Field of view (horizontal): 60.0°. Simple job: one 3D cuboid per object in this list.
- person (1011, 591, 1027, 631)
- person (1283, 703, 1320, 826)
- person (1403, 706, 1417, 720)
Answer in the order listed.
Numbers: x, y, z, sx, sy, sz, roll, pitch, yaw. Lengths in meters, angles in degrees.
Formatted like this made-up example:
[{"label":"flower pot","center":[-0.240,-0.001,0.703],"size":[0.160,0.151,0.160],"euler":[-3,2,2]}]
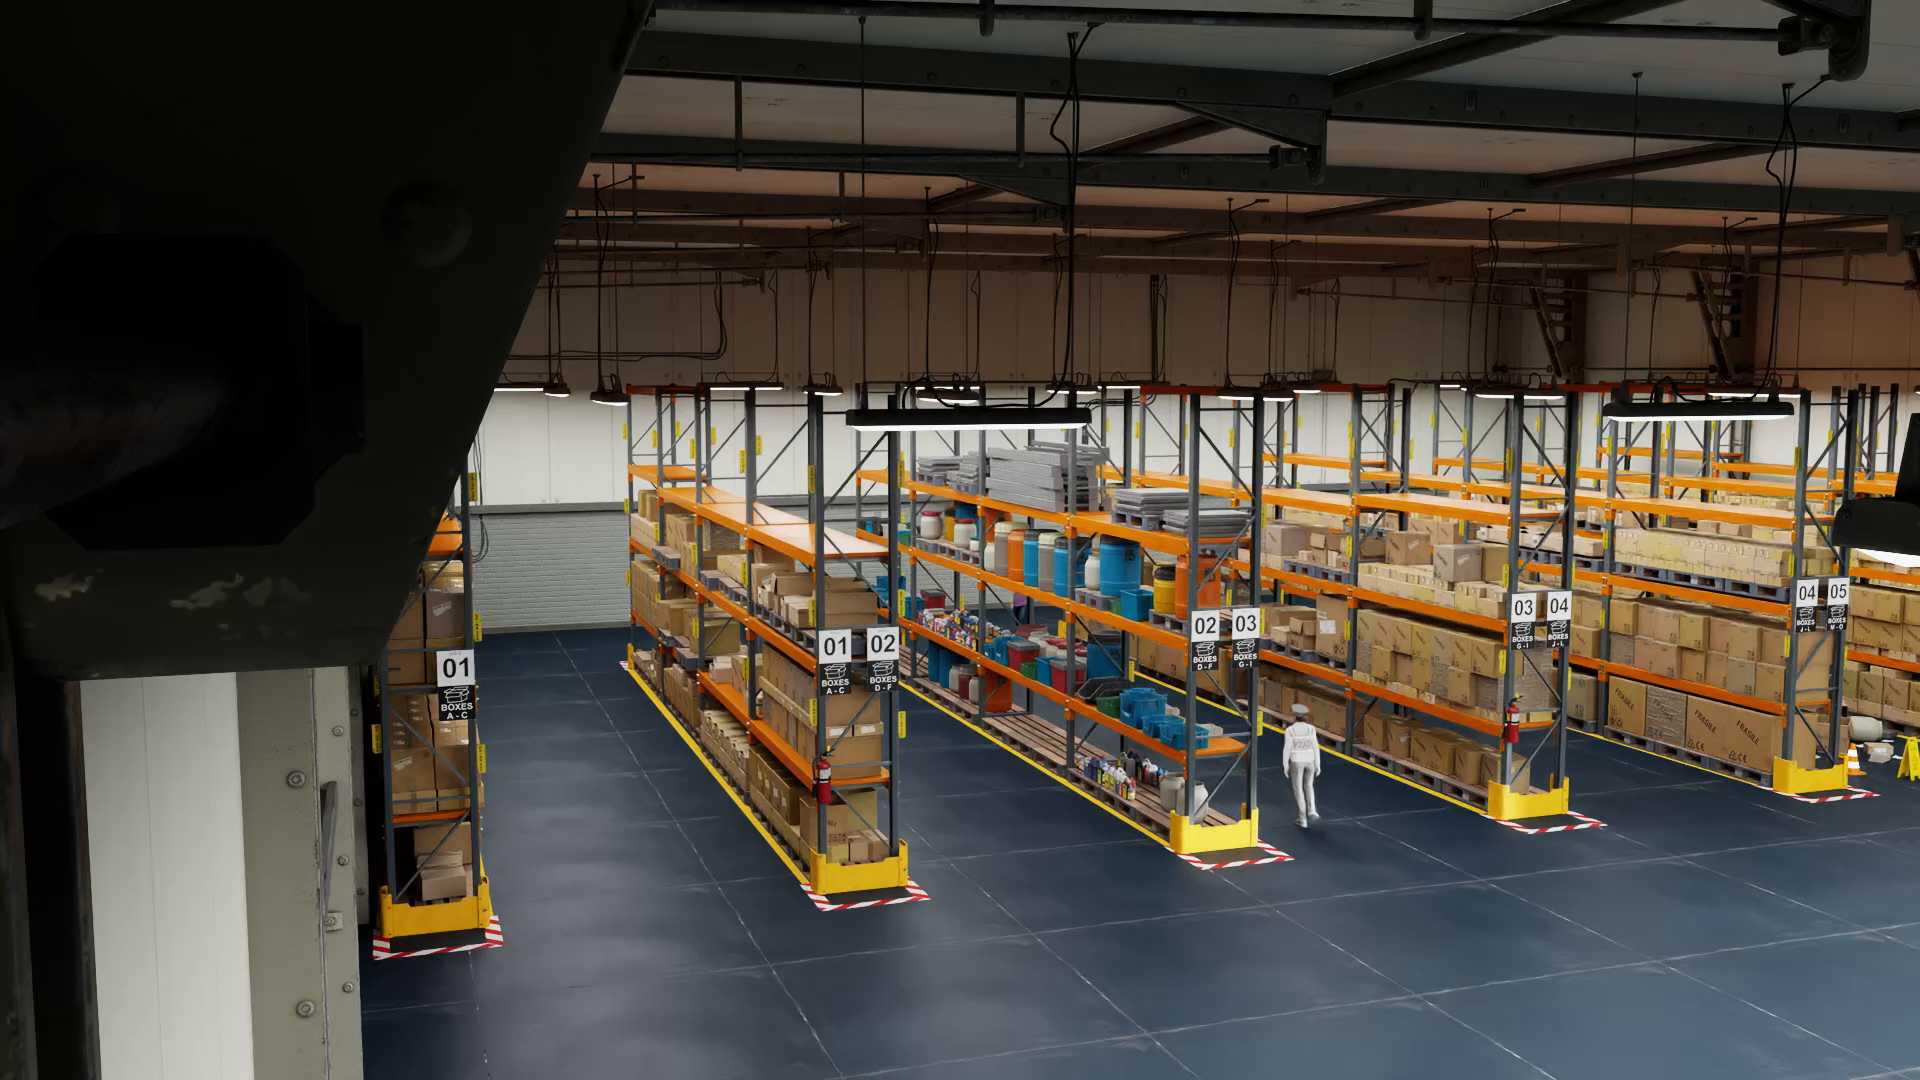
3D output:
[{"label":"person","center":[1.423,1.515,38.967],"size":[0.424,1.554,0.866],"euler":[1,6,10]},{"label":"person","center":[4.721,3.113,23.035],"size":[0.515,1.673,0.434],"euler":[-1,6,-6]},{"label":"person","center":[8.037,2.433,29.590],"size":[0.591,1.748,0.632],"euler":[0,6,-3]}]
